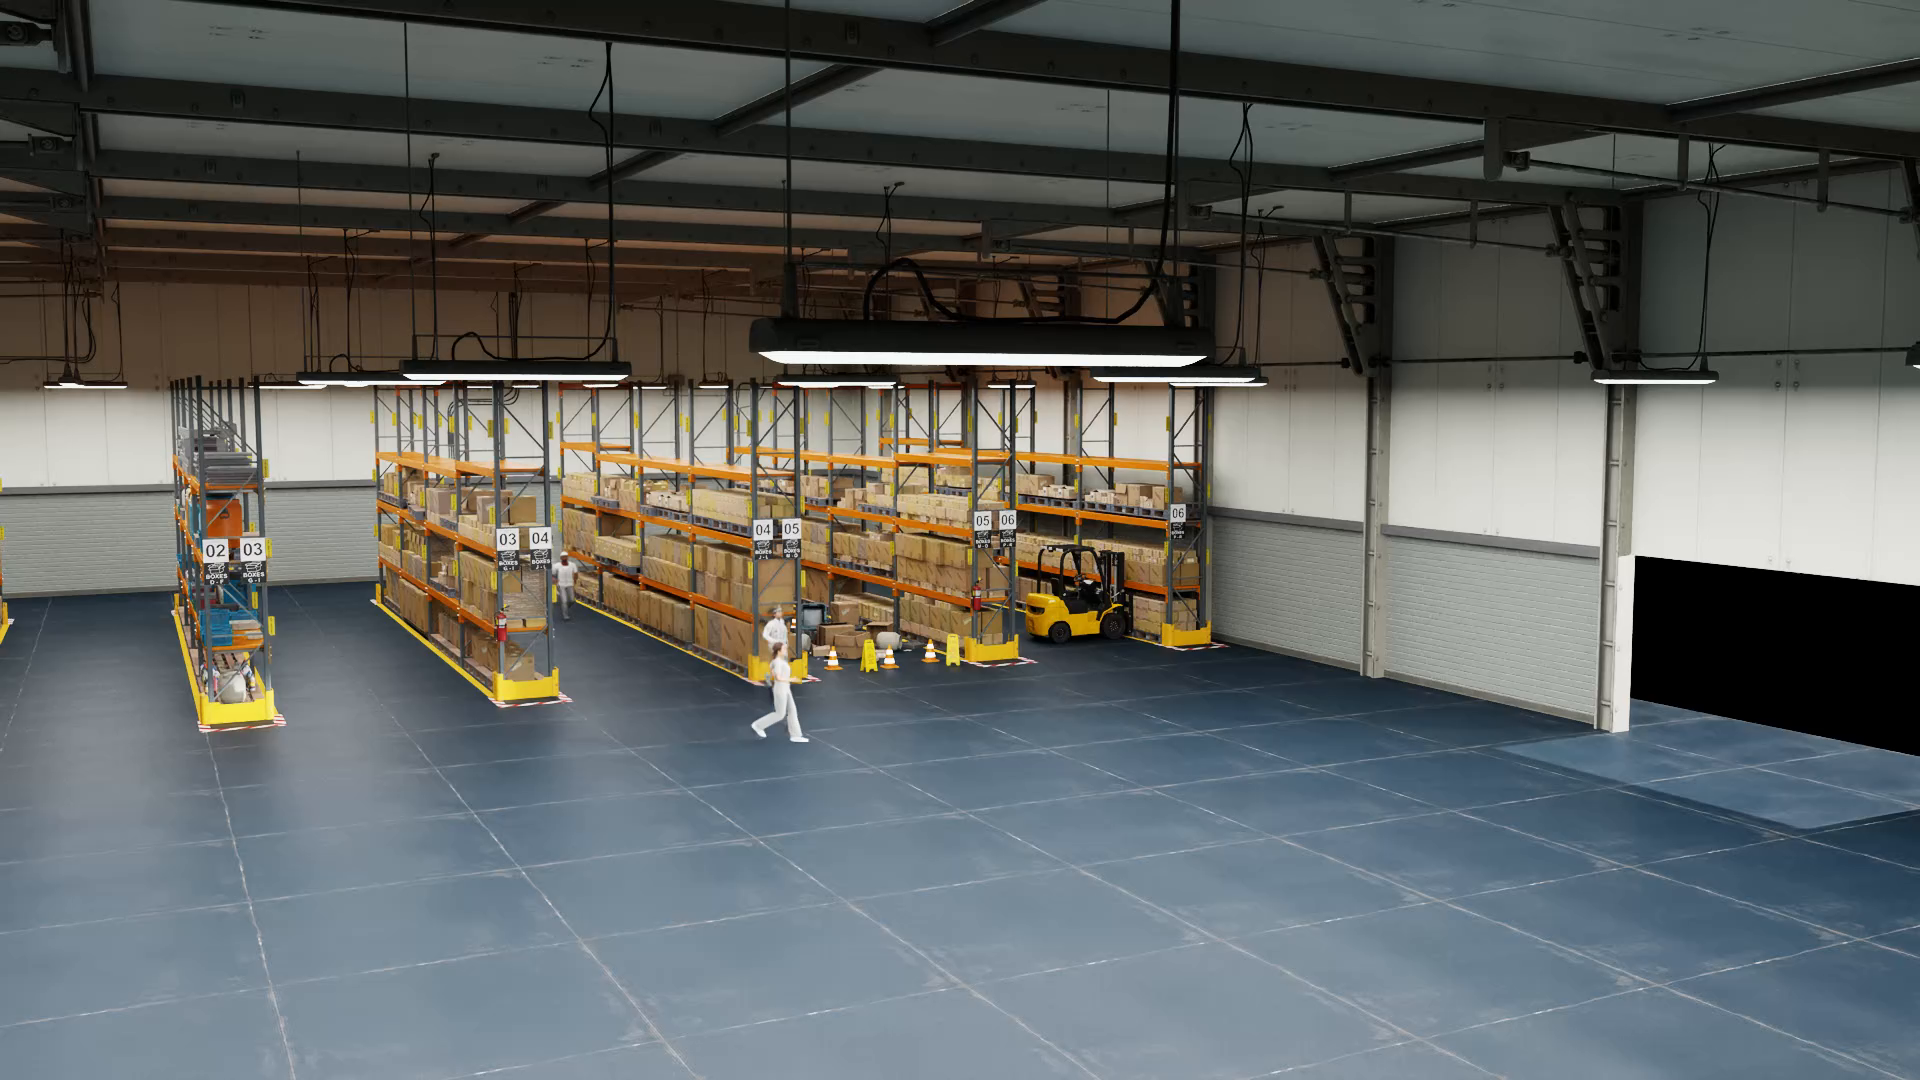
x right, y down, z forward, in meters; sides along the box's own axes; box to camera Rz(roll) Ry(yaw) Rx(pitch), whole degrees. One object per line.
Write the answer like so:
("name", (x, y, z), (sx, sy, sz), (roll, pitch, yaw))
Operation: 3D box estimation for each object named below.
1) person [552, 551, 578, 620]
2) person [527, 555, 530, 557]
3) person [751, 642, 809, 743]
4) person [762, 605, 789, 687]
("person", (-9.927, 1.143, 41.830), (0.679, 1.719, 0.576), (-2, 6, -23))
("person", (-11.280, 0.873, 44.570), (0.658, 1.783, 0.824), (-2, 6, -23))
("person", (-2.926, 2.483, 27.034), (0.934, 1.663, 0.568), (0, 5, 0))
("person", (-3.526, 2.078, 31.879), (0.586, 1.689, 0.667), (3, 6, 34))
